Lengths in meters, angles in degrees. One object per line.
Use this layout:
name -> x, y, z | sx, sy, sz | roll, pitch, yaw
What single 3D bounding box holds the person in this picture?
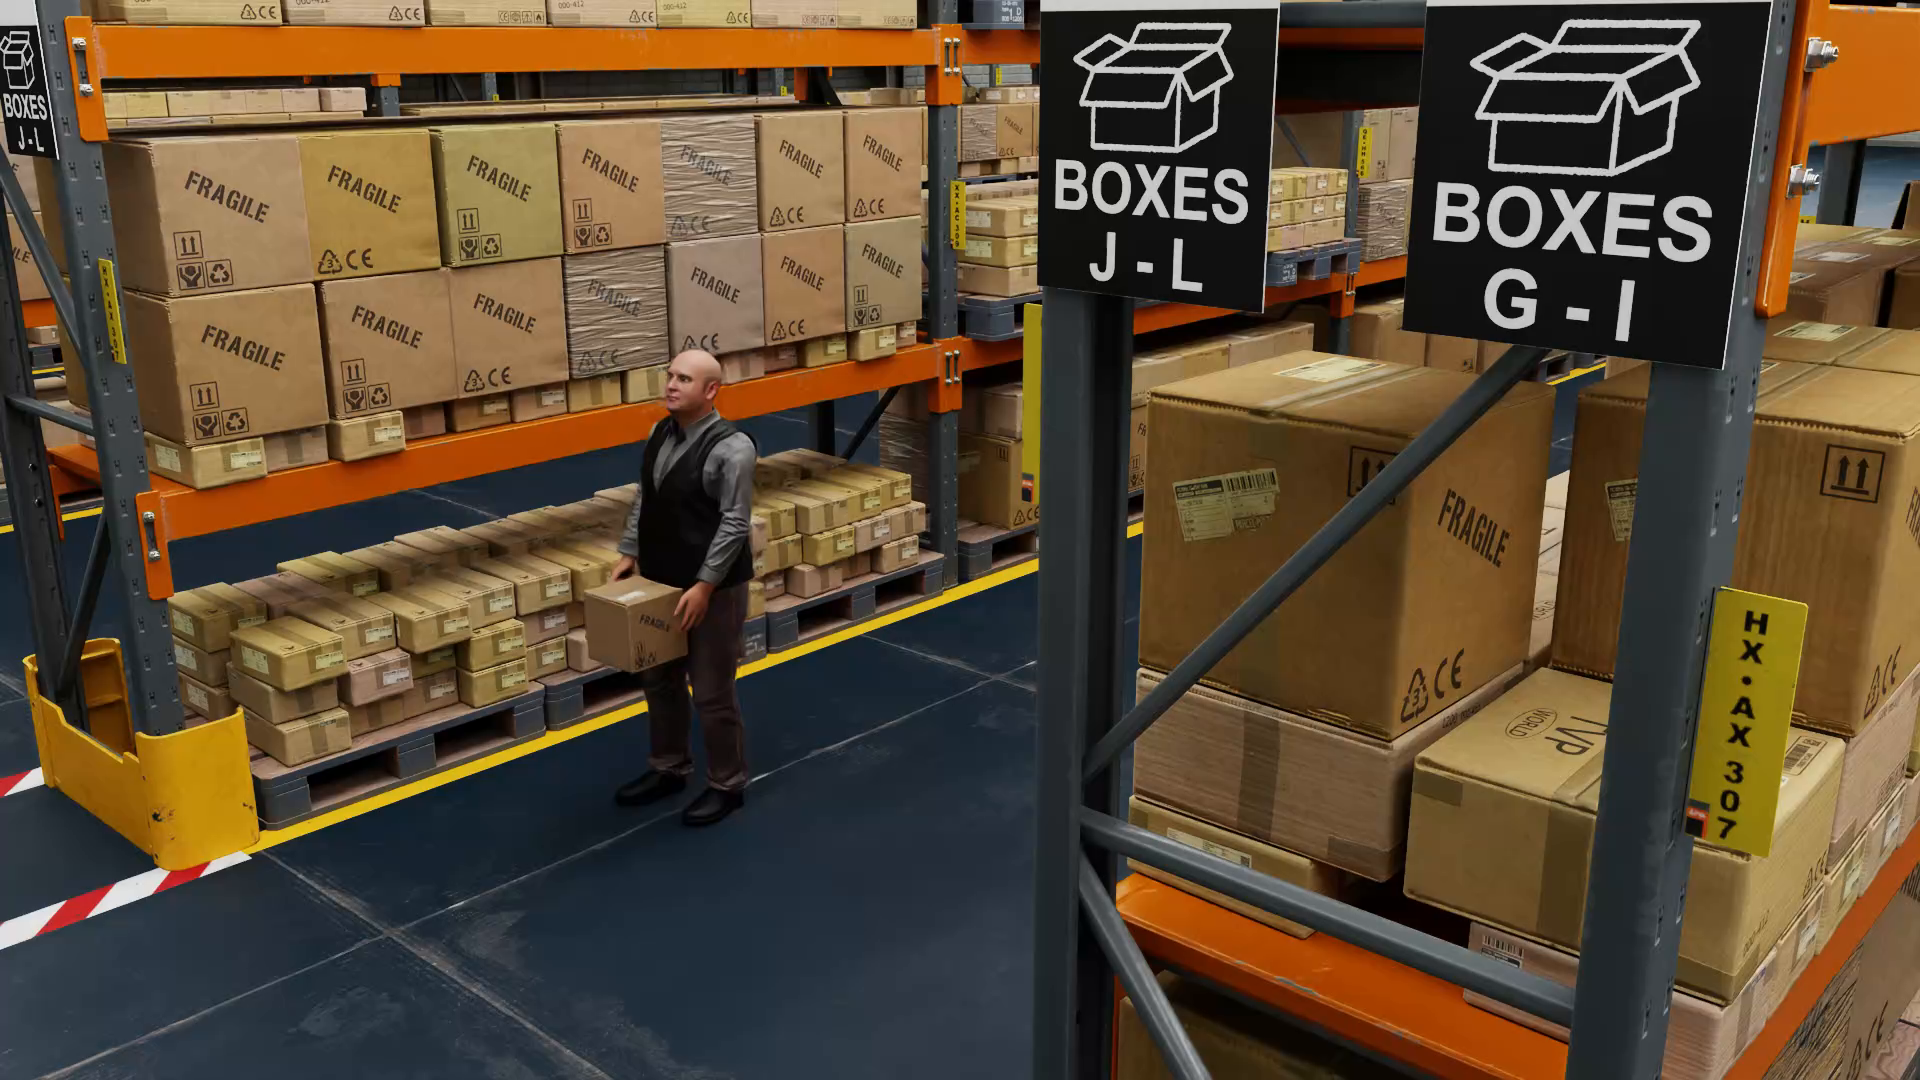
person -> -0.991, 0.178, 5.987 | 0.574, 1.726, 0.428 | 14, 22, 39
